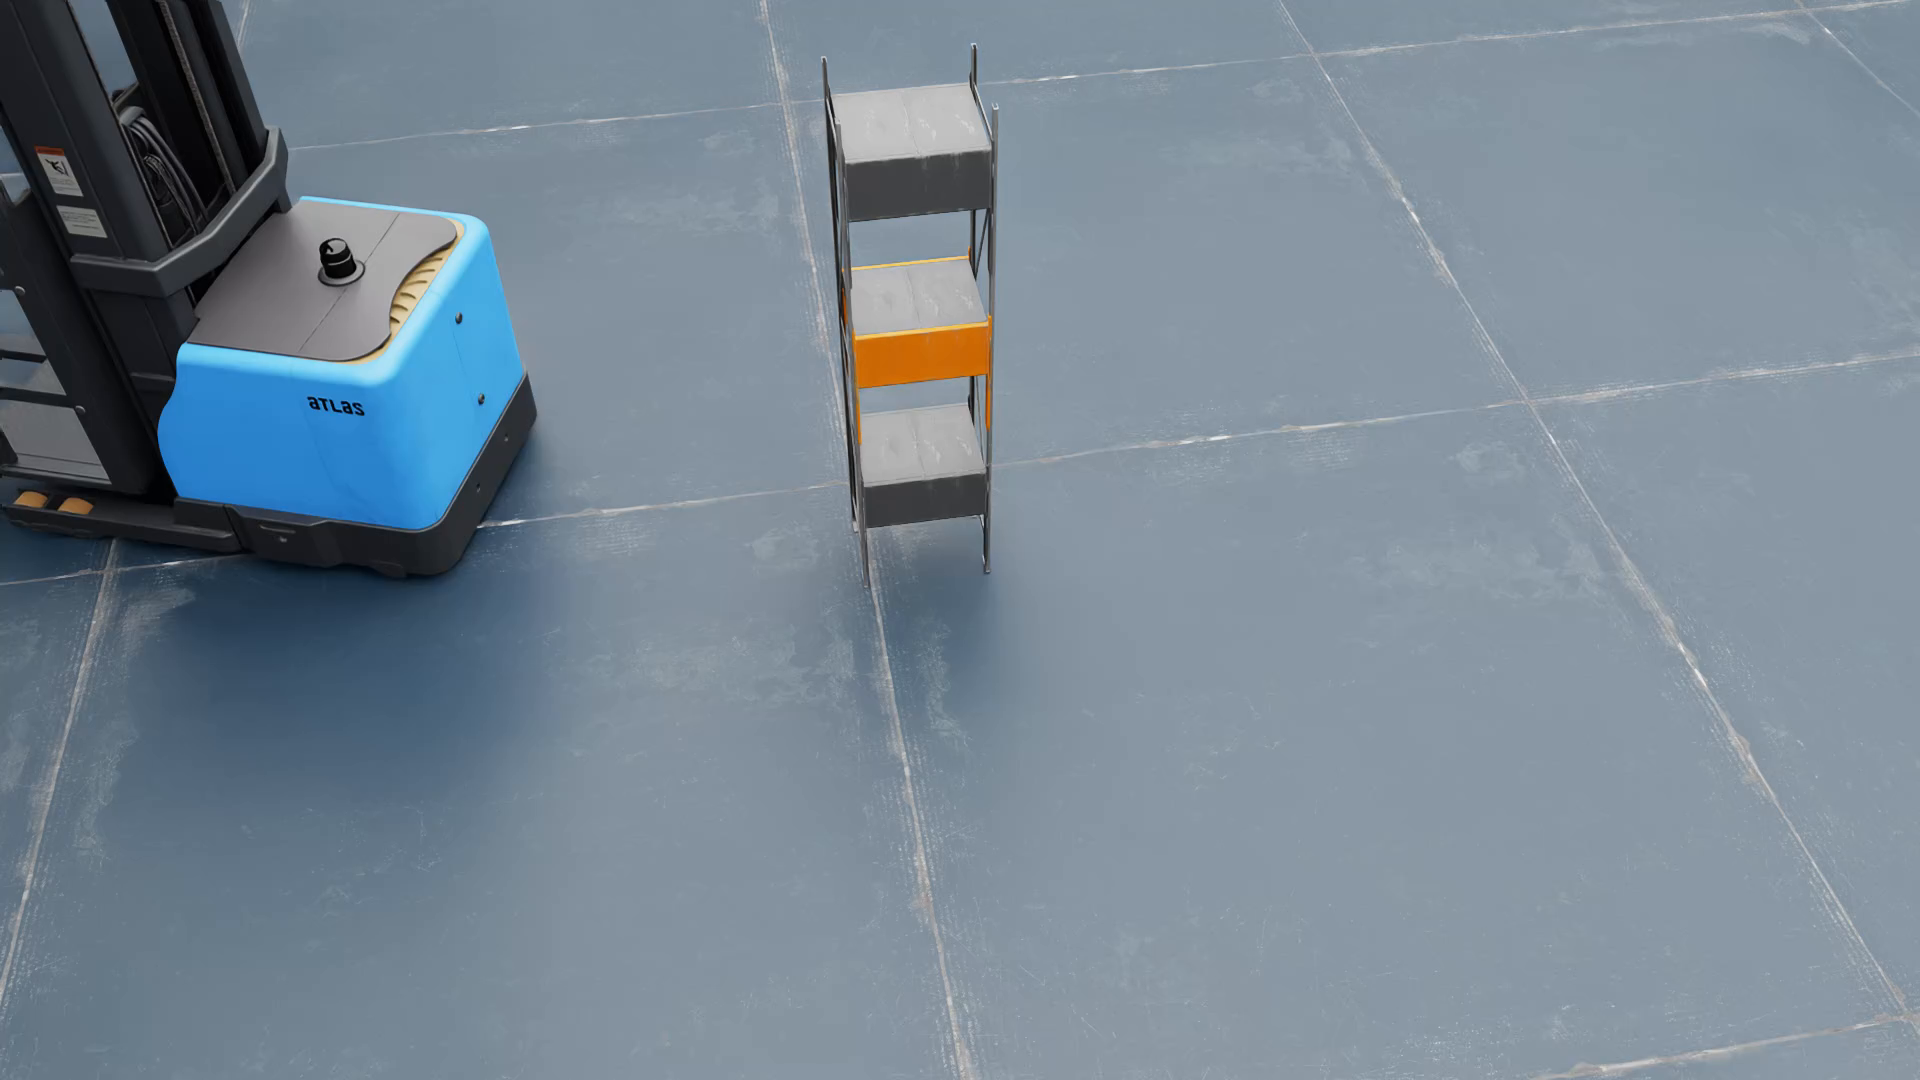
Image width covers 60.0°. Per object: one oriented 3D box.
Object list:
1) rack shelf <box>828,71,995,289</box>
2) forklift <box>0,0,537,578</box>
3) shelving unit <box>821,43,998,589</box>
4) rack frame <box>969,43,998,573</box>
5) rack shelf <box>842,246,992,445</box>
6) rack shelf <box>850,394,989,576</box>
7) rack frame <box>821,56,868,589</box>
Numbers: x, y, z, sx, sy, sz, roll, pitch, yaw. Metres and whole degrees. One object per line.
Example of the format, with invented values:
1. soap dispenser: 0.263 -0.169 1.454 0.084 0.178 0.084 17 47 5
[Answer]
1. rack shelf: -0.163 -1.184 5.480 0.480 0.518 0.431 -7 46 -7
2. forklift: -3.390 -1.392 6.056 3.031 2.935 1.130 8 47 7
3. shelving unit: -0.163 -0.708 5.974 0.503 2.100 0.431 -7 46 -7
4. rack frame: 0.077 -0.738 6.003 0.015 2.100 0.400 -7 46 -7
5. rack shelf: -0.163 -0.699 5.984 0.480 0.518 0.431 -7 46 -7
6. rack shelf: -0.163 -0.213 6.488 0.480 0.518 0.431 -7 46 -7
7. rack frame: -0.404 -0.678 5.945 0.015 2.100 0.400 -7 46 -7
